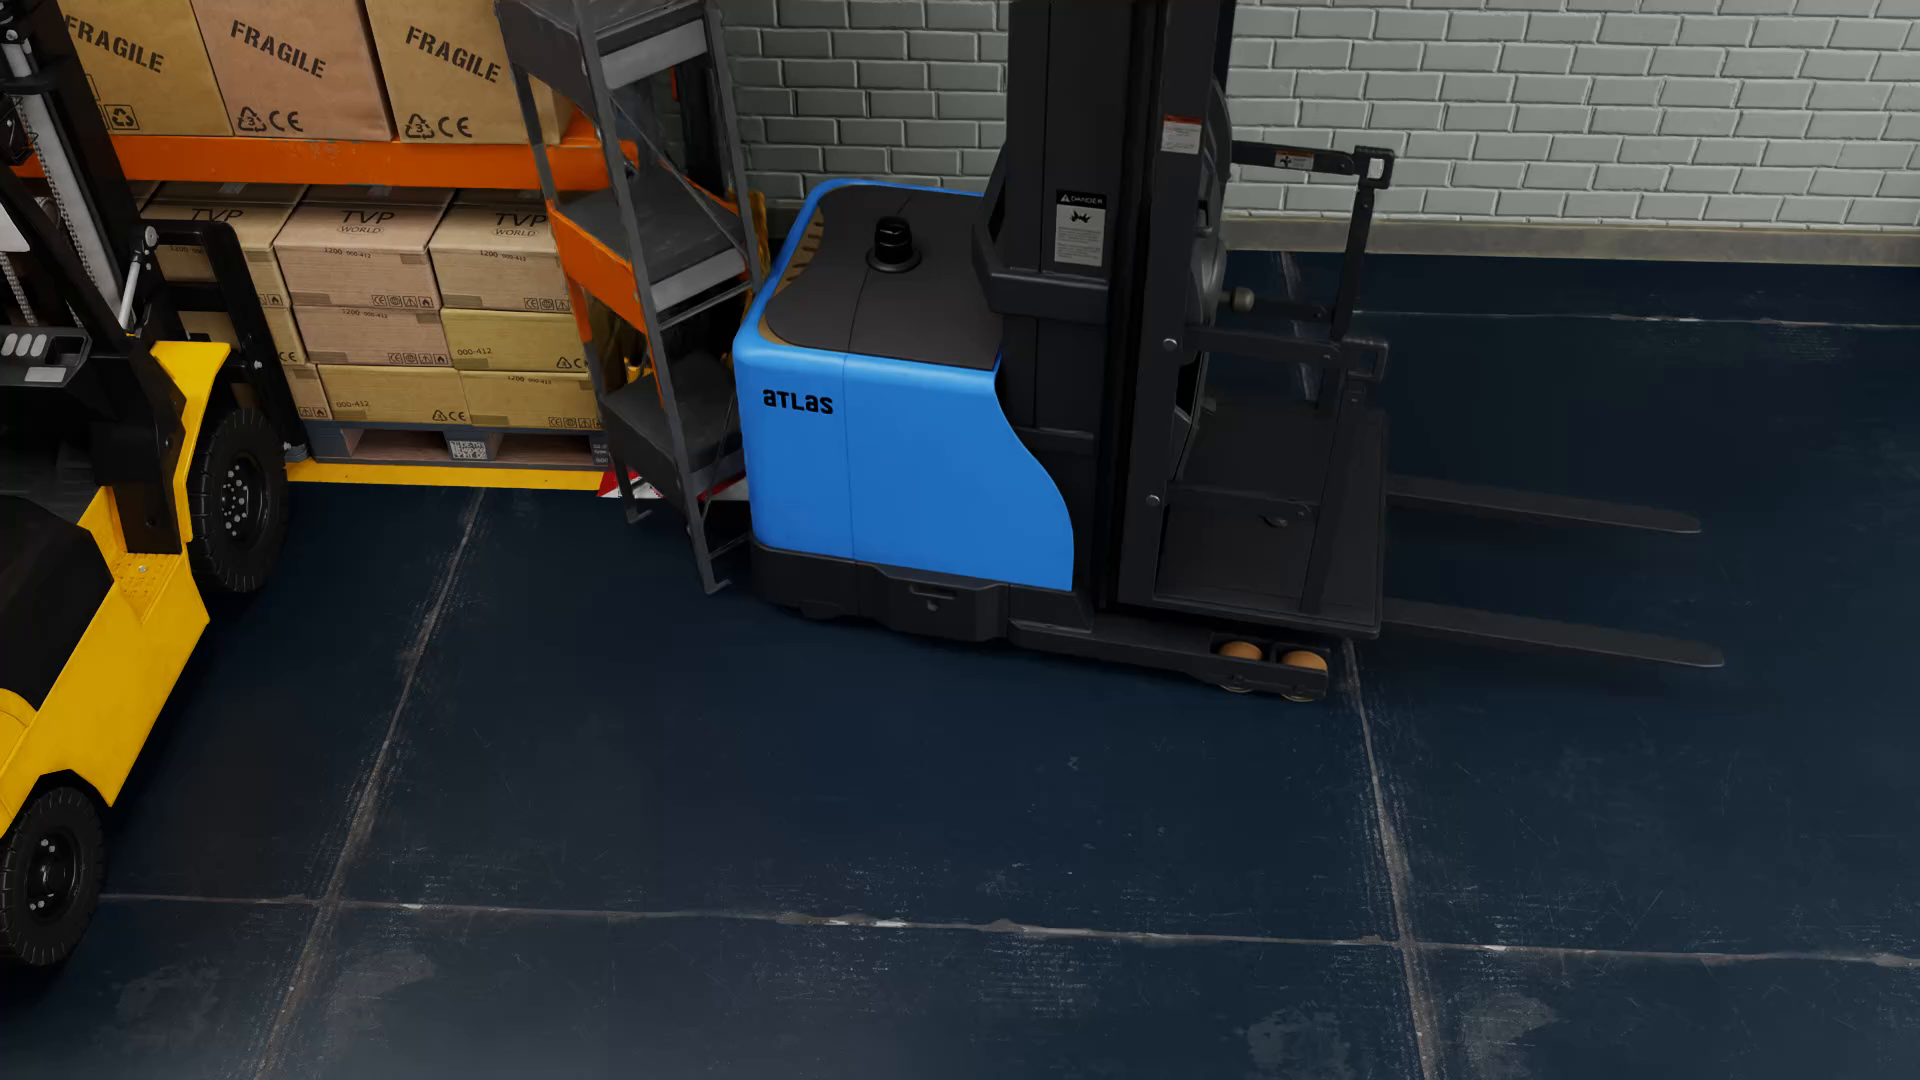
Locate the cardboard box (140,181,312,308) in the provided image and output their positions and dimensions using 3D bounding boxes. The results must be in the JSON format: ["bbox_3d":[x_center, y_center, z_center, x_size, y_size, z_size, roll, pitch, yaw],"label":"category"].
[{"bbox_3d":[-2.465,-1.038,5.640,0.500,0.250,0.500,2,43,2],"label":"cardboard box"}]

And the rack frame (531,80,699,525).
[{"bbox_3d":[-1.063,-0.925,5.194,0.400,2.100,0.015,-31,49,-27],"label":"rack frame"}]

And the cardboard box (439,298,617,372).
[{"bbox_3d":[-1.477,-0.835,5.788,0.500,0.250,0.500,1,43,1],"label":"cardboard box"}]

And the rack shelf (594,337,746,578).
[{"bbox_3d":[-0.863,-0.279,5.528,0.431,0.518,0.480,-31,49,-27],"label":"rack shelf"}]

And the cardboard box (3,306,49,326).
[{"bbox_3d":[-2.994,-0.877,5.834,0.500,0.250,0.500,2,43,2],"label":"cardboard box"}]

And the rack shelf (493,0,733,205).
[{"bbox_3d":[-0.947,-1.314,4.589,0.431,0.518,0.480,-31,49,-27],"label":"rack shelf"}]

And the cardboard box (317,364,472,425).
[{"bbox_3d":[-1.956,-0.671,5.979,0.500,0.250,0.500,2,43,2],"label":"cardboard box"}]

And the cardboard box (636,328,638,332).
[{"bbox_3d":[-1.458,-0.998,6.330,0.500,0.250,0.500,2,43,2],"label":"cardboard box"}]

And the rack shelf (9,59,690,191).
[{"bbox_3d":[-2.974,-1.501,5.688,4.000,0.370,1.077,2,43,2],"label":"rack shelf"}]

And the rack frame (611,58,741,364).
[{"bbox_3d":[-0.976,-1.703,5.377,0.127,3.000,1.000,2,43,2],"label":"rack frame"}]

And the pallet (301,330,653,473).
[{"bbox_3d":[-1.742,-0.677,6.322,1.213,0.211,1.003,2,43,2],"label":"pallet"}]

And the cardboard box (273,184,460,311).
[{"bbox_3d":[-1.961,-1.030,5.630,0.500,0.250,0.500,2,43,3],"label":"cardboard box"}]

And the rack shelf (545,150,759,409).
[{"bbox_3d":[-0.905,-0.796,5.058,0.431,0.518,0.480,-31,49,-27],"label":"rack shelf"}]

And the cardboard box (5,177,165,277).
[{"bbox_3d":[-2.971,-1.059,5.662,0.500,0.250,0.500,1,43,1],"label":"cardboard box"}]

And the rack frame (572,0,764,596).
[{"bbox_3d":[-0.749,-0.688,4.905,0.400,2.100,0.015,-31,49,-27],"label":"rack frame"}]

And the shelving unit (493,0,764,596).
[{"bbox_3d":[-0.906,-0.807,5.049,0.431,2.100,0.503,-31,49,-27],"label":"shelving unit"}]

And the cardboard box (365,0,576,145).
[{"bbox_3d":[-1.480,-1.576,5.167,0.500,0.500,0.500,1,43,1],"label":"cardboard box"}]

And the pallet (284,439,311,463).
[{"bbox_3d":[-2.958,-0.717,6.364,1.213,0.211,1.003,2,43,2],"label":"pallet"}]

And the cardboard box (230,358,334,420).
[{"bbox_3d":[-2.456,-0.693,6.002,0.500,0.250,0.500,2,43,2],"label":"cardboard box"}]

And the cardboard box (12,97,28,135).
[{"bbox_3d":[-3.012,-1.621,5.216,0.500,0.500,0.500,2,43,2],"label":"cardboard box"}]

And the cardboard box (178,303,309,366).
[{"bbox_3d":[-2.494,-0.860,5.814,0.500,0.250,0.500,1,43,1],"label":"cardboard box"}]

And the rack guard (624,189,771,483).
[{"bbox_3d":[-0.952,-0.787,6.228,0.348,0.500,1.175,2,43,2],"label":"rack guard"}]

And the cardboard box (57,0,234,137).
[{"bbox_3d":[-2.510,-1.613,5.208,0.500,0.500,0.500,1,43,1],"label":"cardboard box"}]

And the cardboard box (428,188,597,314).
[{"bbox_3d":[-1.451,-1.018,5.618,0.500,0.250,0.500,3,43,3],"label":"cardboard box"}]

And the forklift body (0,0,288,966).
[{"bbox_3d":[-2.953,-0.208,4.395,1.214,2.155,2.313,2,43,2],"label":"forklift body"}]

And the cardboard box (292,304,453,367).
[{"bbox_3d":[-1.977,-0.858,5.813,0.500,0.250,0.500,1,43,1],"label":"cardboard box"}]

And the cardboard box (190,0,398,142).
[{"bbox_3d":[-1.998,-1.598,5.191,0.500,0.500,0.500,3,43,3],"label":"cardboard box"}]

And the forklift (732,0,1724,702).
[{"bbox_3d":[0.892,-0.964,4.634,3.031,2.935,1.130,8,44,9],"label":"forklift"}]

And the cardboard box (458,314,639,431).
[{"bbox_3d":[-1.460,-0.650,5.956,0.500,0.250,0.500,2,43,2],"label":"cardboard box"}]
